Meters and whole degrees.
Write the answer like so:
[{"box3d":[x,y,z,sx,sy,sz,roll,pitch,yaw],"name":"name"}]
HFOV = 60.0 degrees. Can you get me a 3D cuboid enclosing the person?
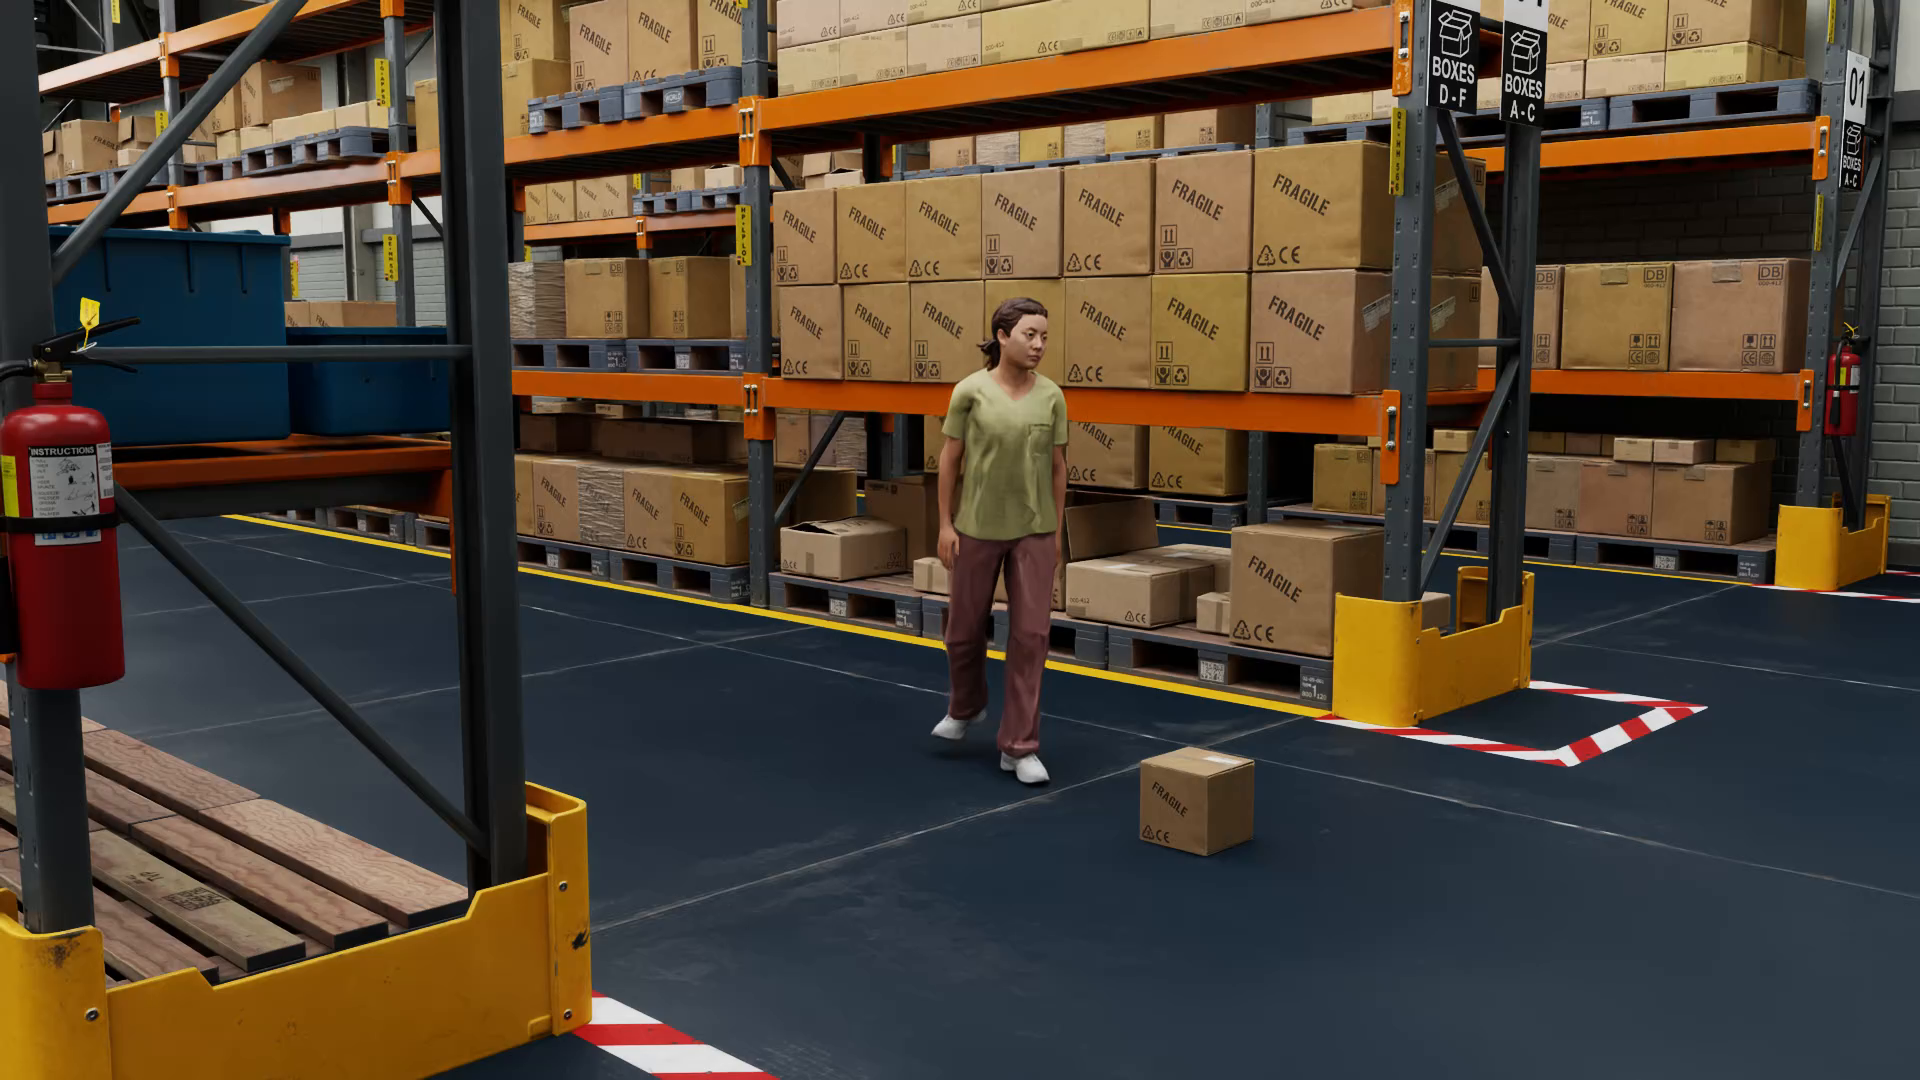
[{"box3d":[0.144,-0.020,5.898,0.471,1.668,0.672,-1,7,-7],"name":"person"}]
